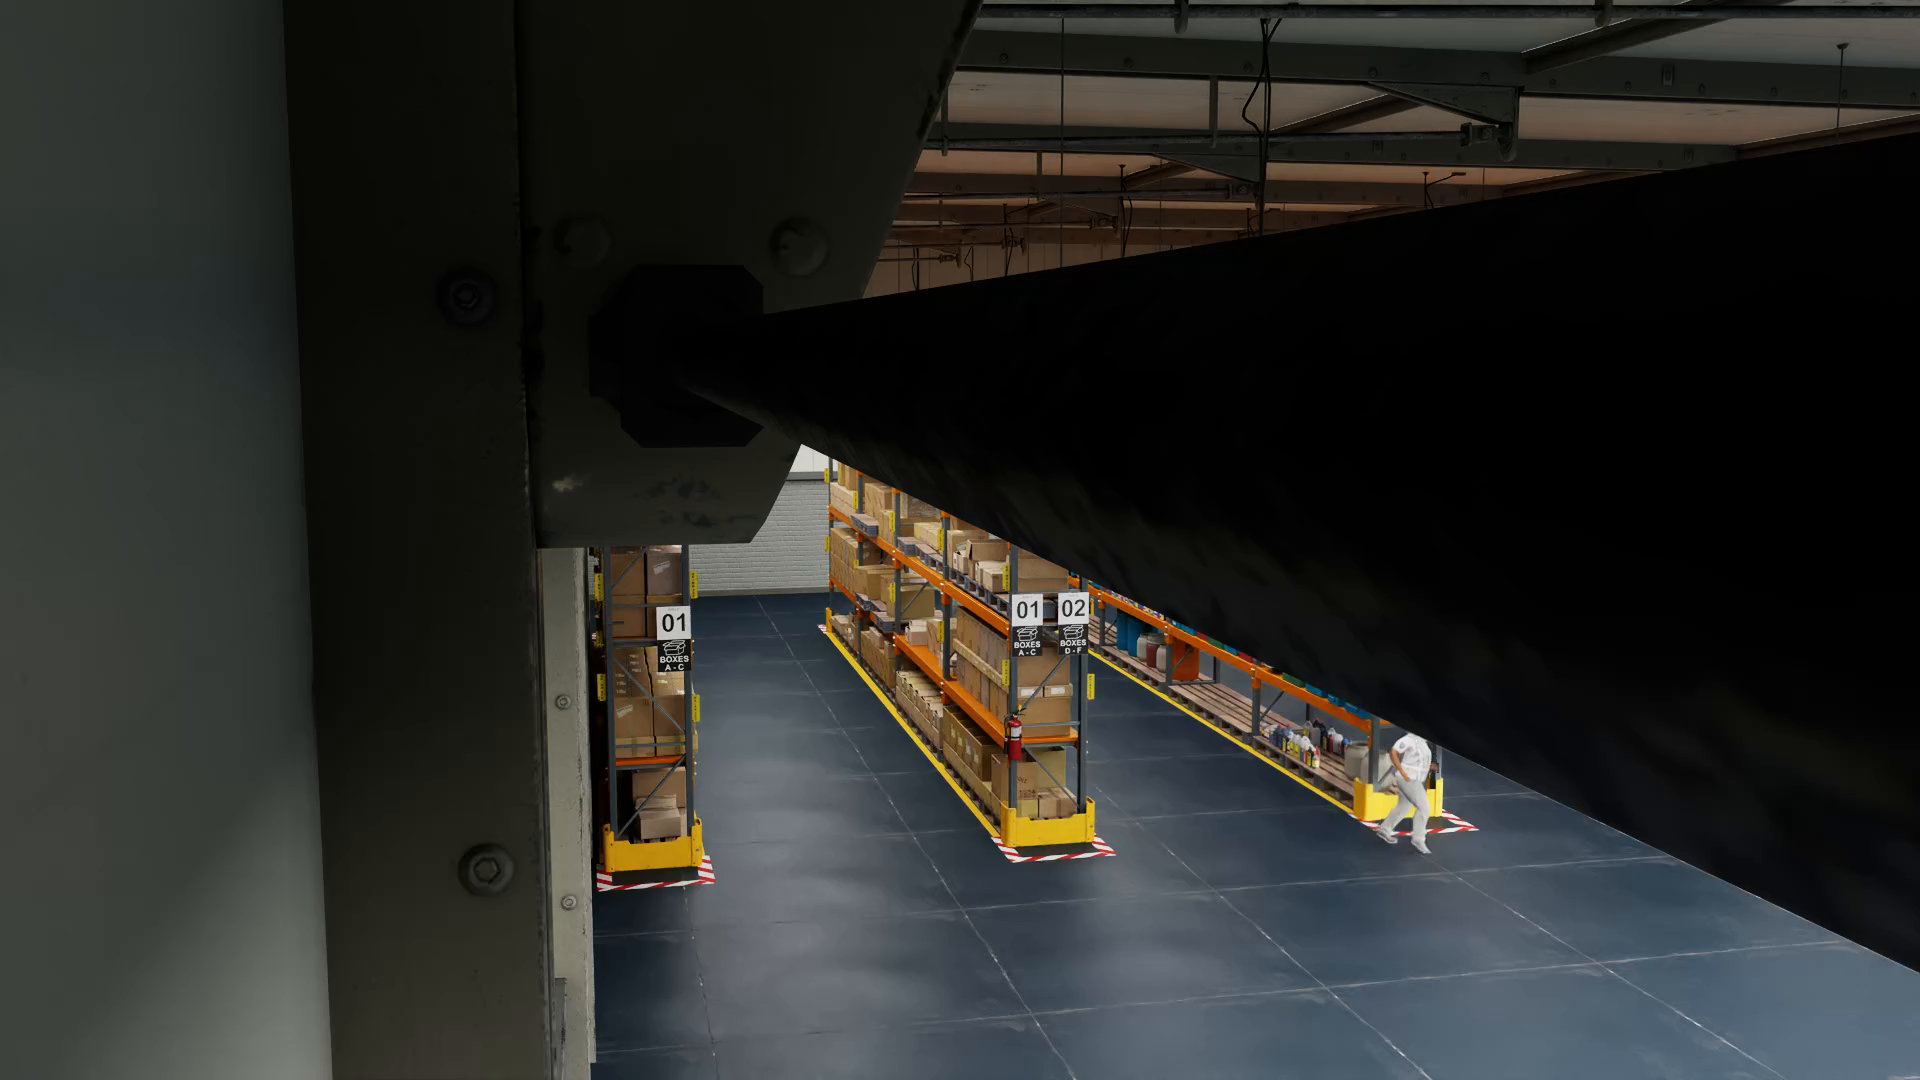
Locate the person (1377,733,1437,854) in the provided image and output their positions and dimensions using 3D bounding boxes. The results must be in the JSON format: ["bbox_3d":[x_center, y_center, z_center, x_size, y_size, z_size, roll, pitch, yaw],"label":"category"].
[{"bbox_3d":[5.660,3.051,20.961,0.704,1.694,0.586,3,8,27],"label":"person"}]
